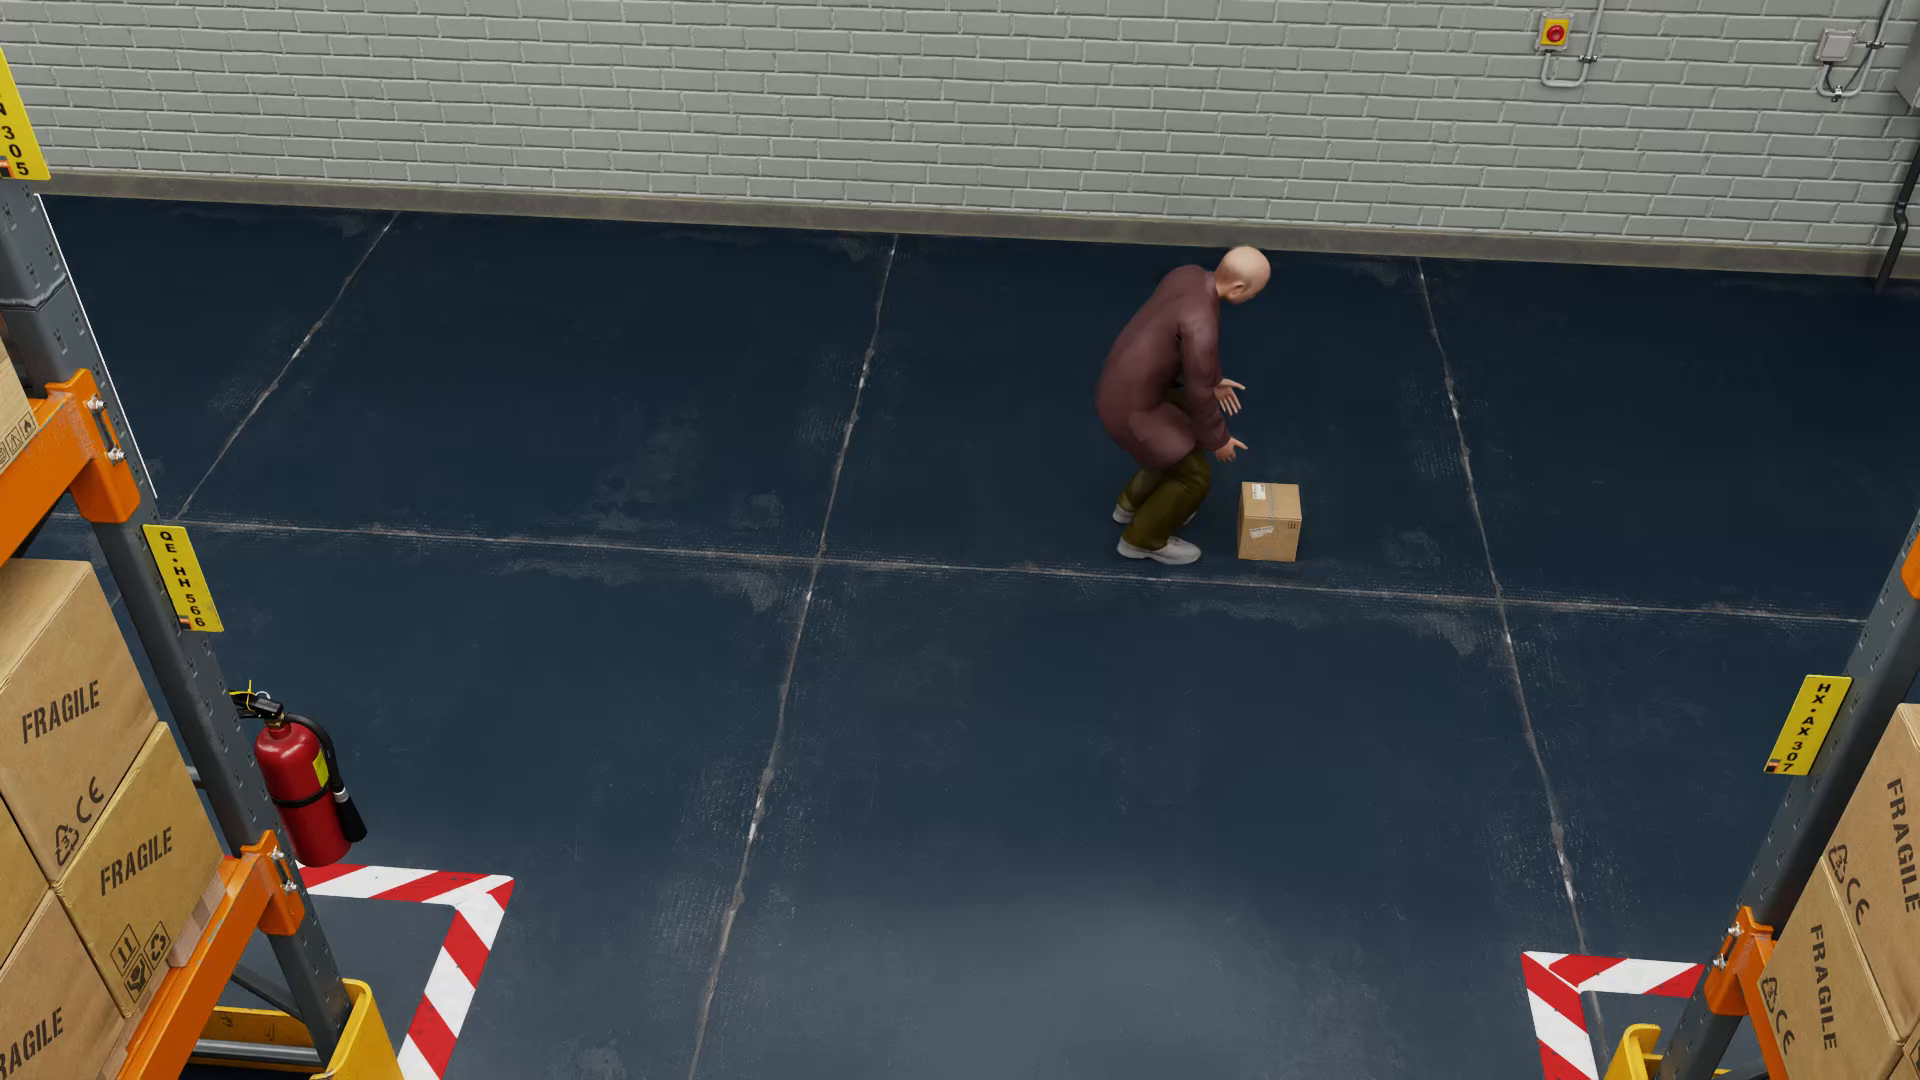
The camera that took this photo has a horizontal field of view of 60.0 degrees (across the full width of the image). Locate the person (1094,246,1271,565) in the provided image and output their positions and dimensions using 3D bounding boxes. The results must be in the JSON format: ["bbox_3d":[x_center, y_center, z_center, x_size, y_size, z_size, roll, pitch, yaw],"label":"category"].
[{"bbox_3d":[0.915,-0.602,7.139,0.681,1.476,0.628,3,40,4],"label":"person"}]
